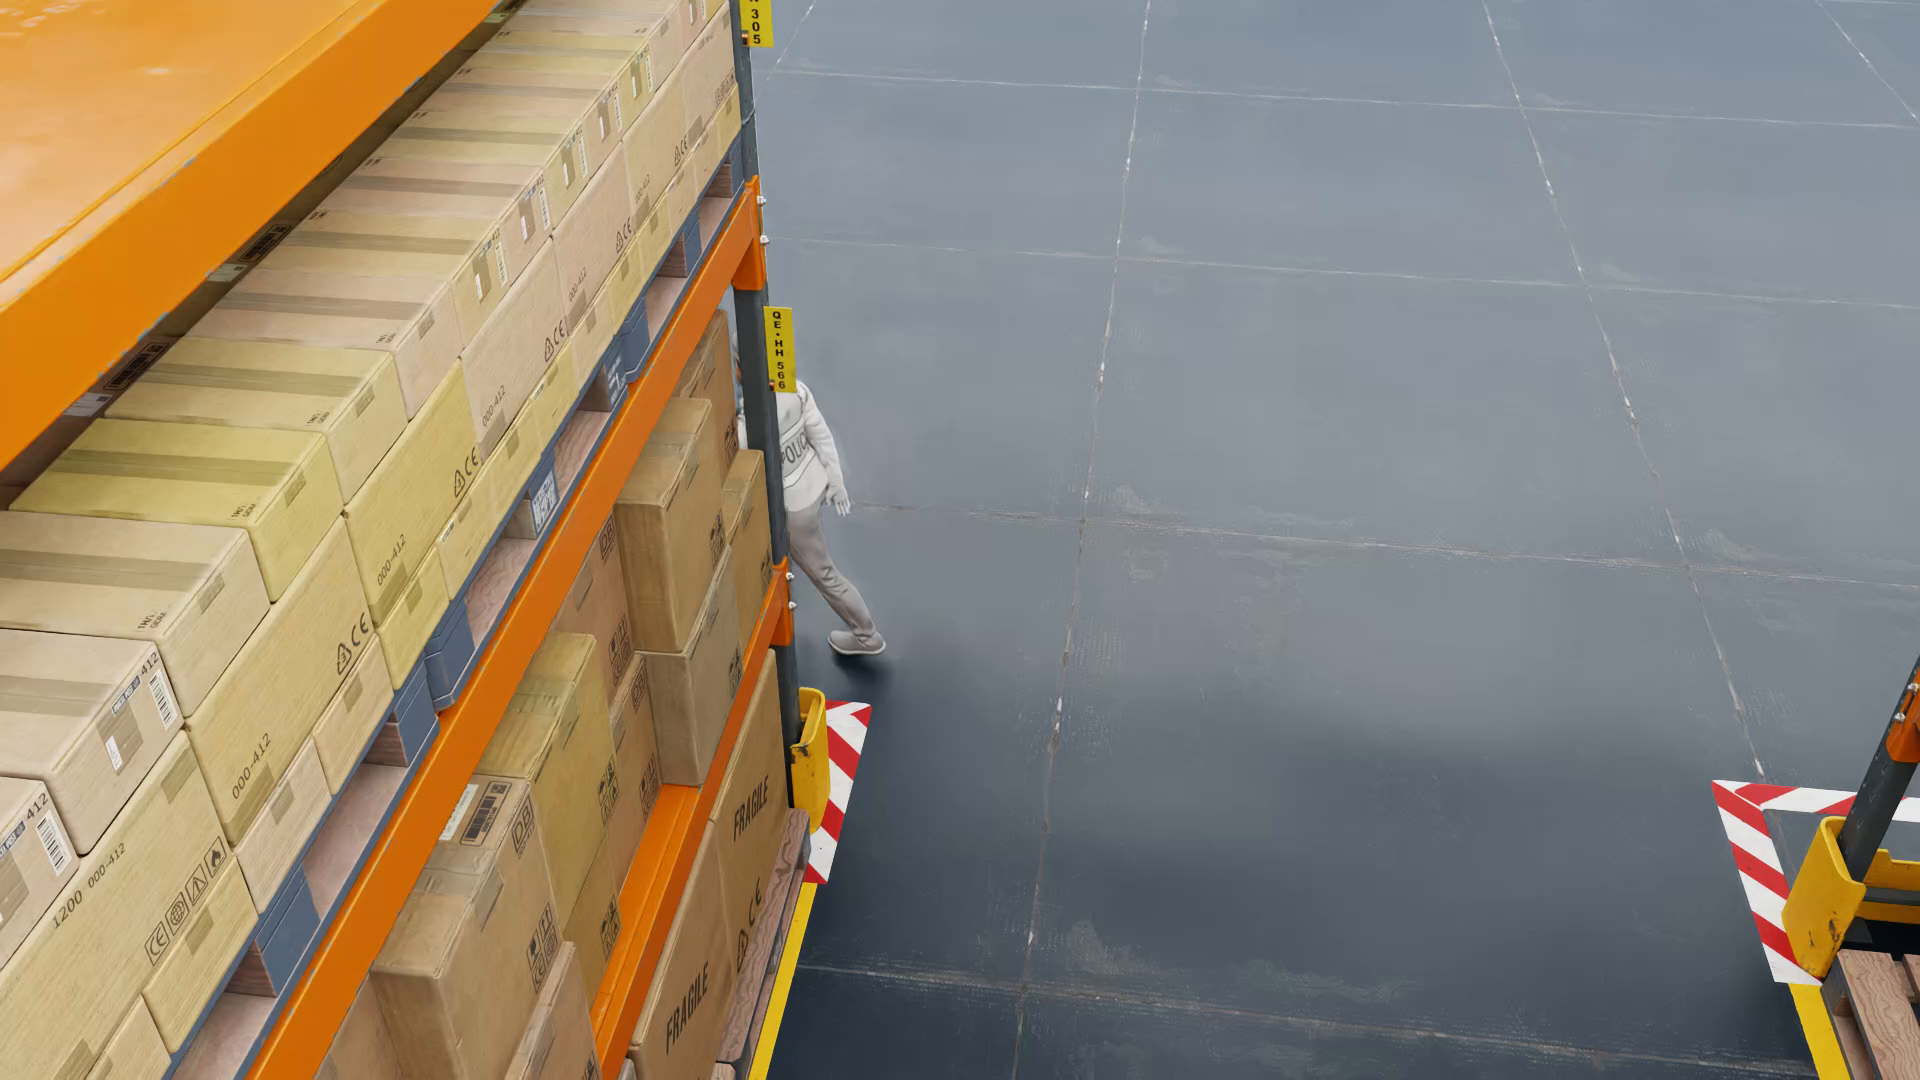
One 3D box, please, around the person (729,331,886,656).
[{"bbox_3d":[-0.796,-0.176,7.257,0.925,1.616,0.447,9,37,13],"label":"person"}]
